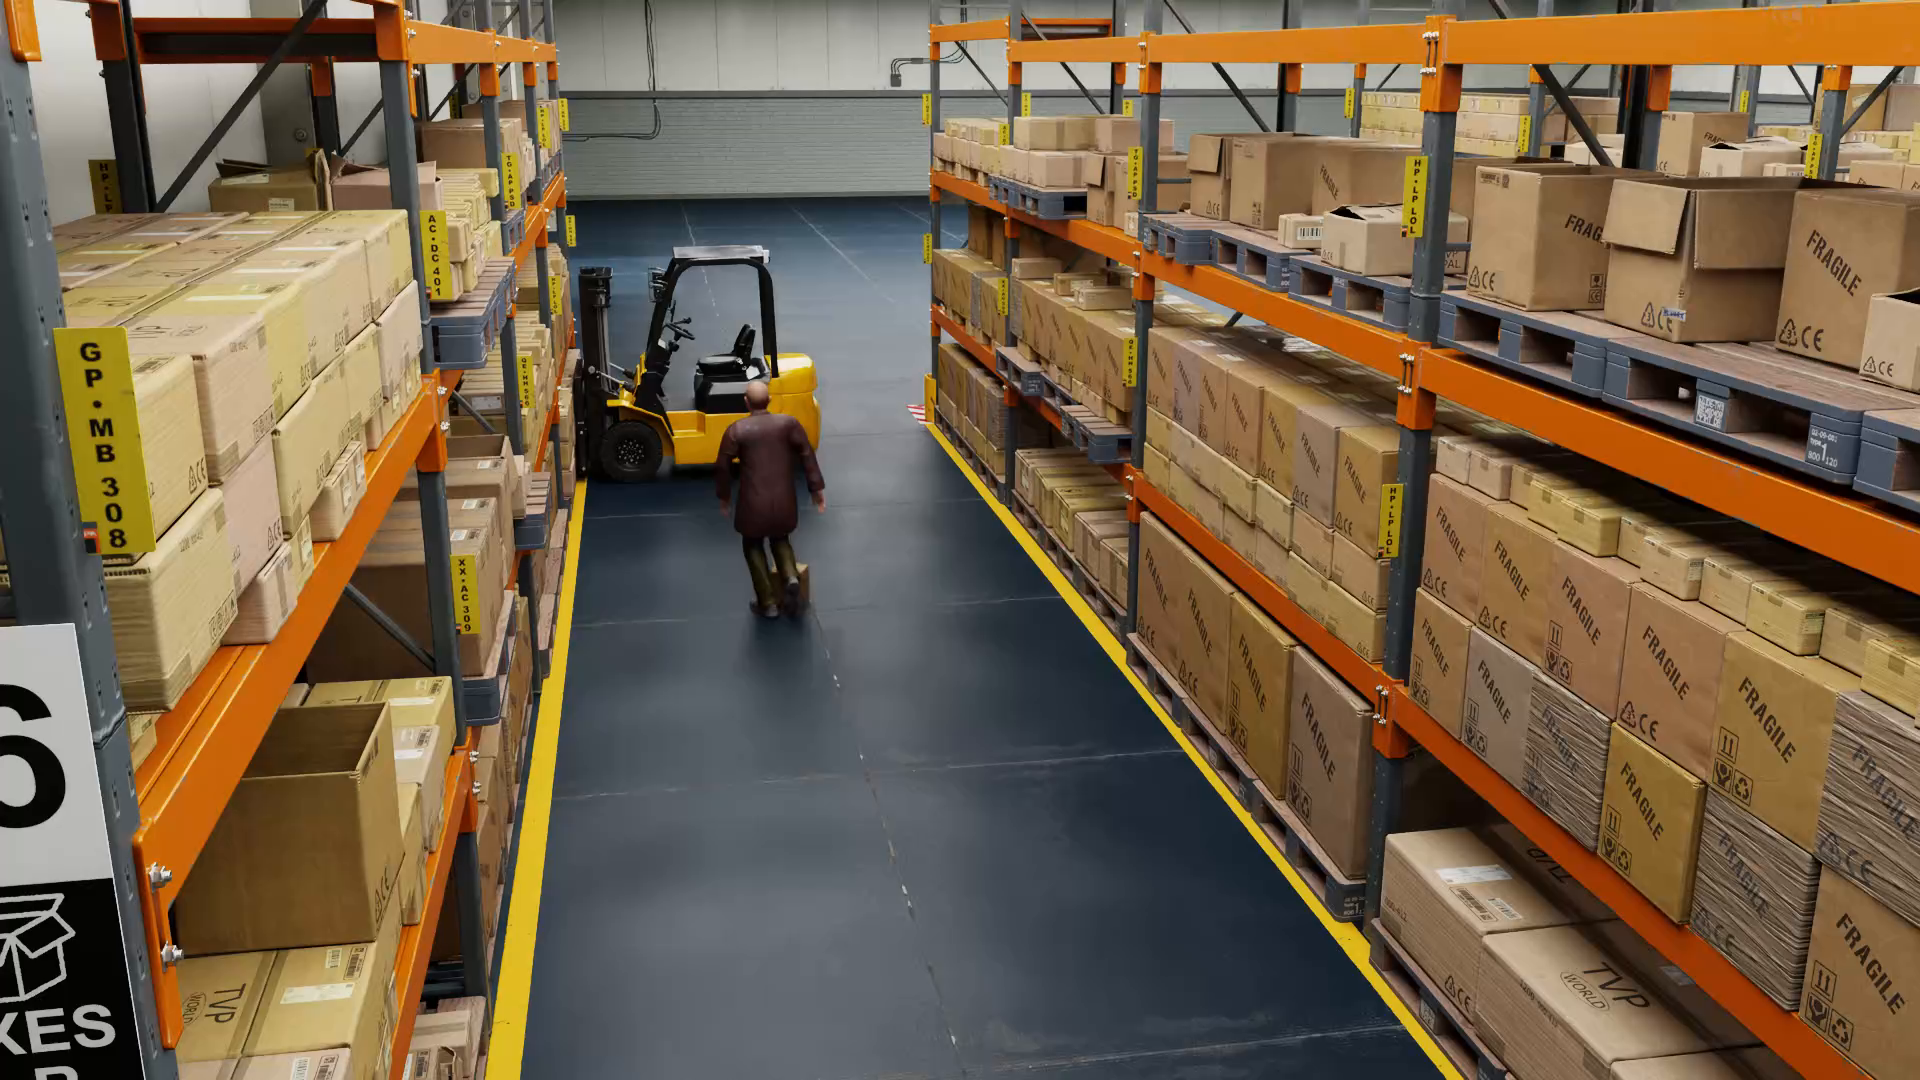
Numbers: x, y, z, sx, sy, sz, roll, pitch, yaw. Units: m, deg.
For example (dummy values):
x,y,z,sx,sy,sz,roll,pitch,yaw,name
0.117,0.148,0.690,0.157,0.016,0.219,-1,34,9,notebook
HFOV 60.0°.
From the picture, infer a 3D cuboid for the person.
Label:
x,y,z,sx,sy,sz,roll,pitch,yaw,name
-1.386,-0.300,12.191,0.776,1.715,0.555,-6,17,-20,person
